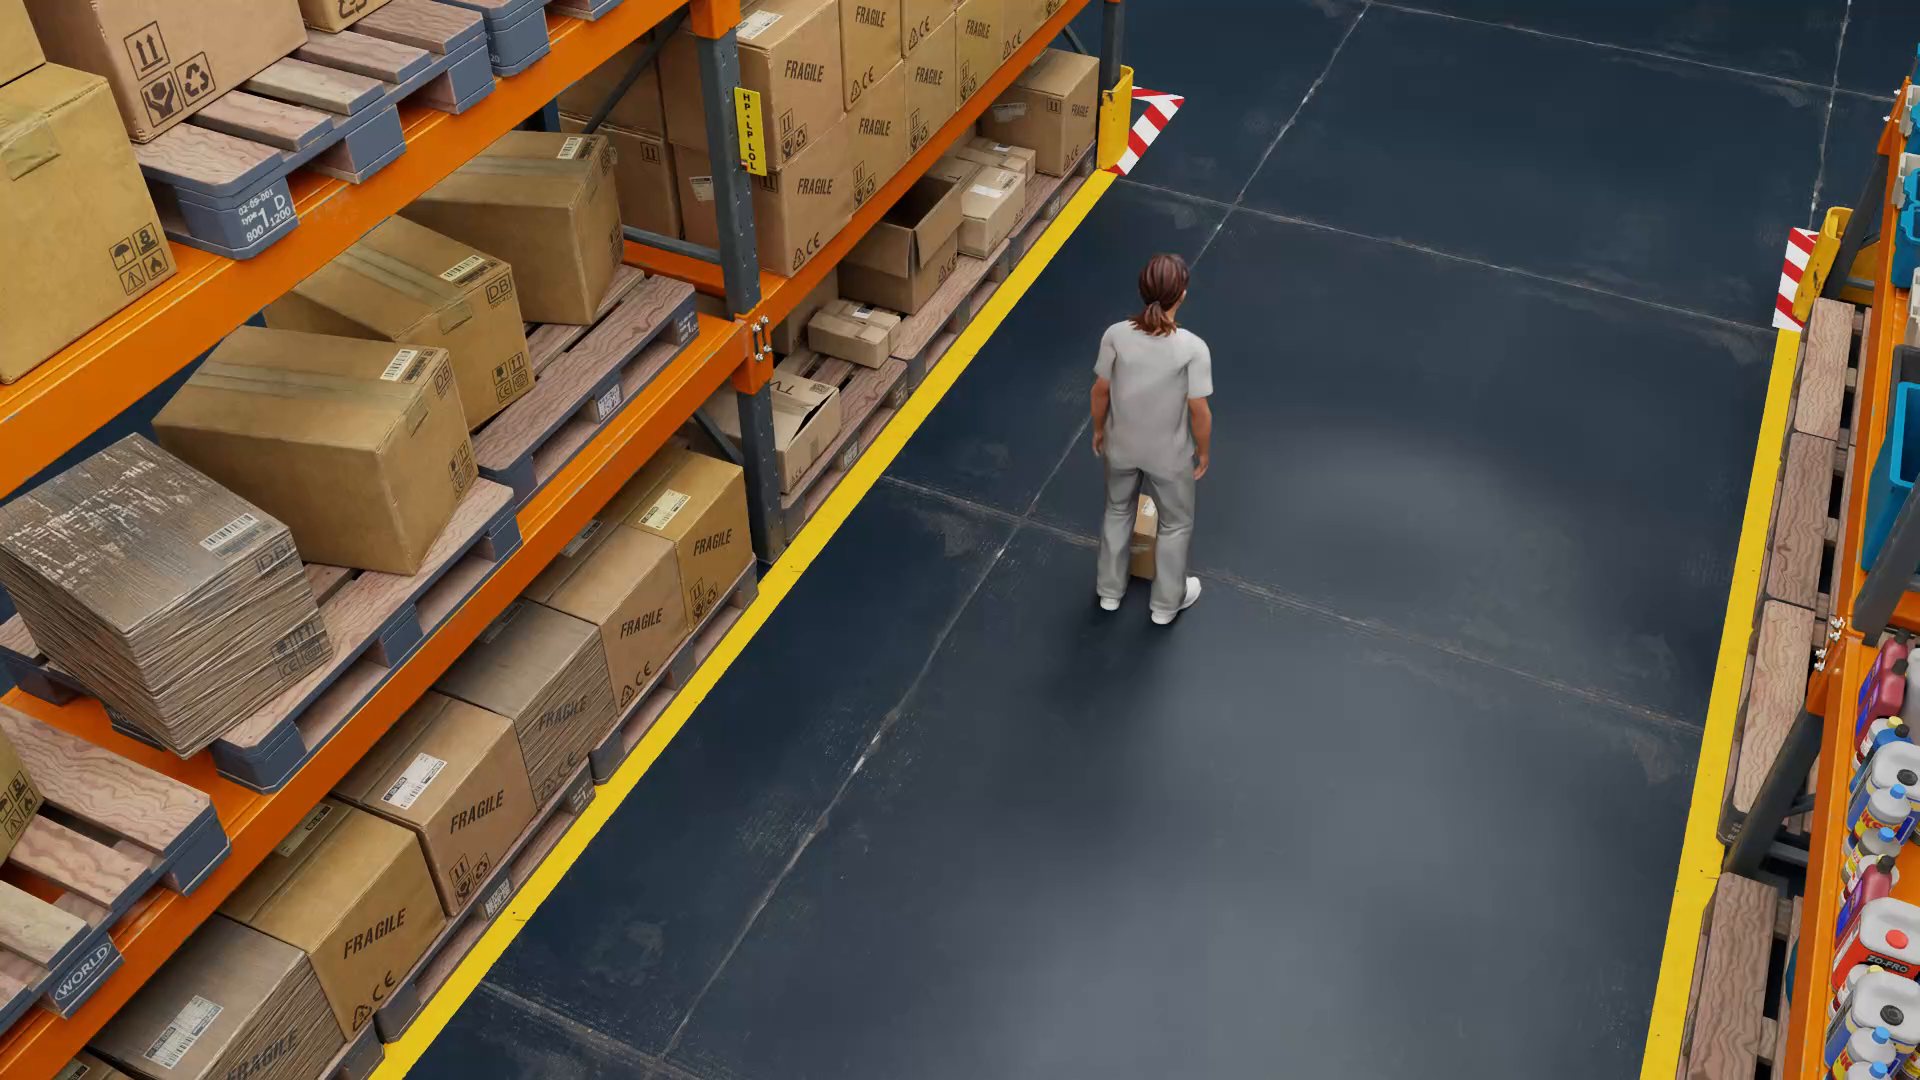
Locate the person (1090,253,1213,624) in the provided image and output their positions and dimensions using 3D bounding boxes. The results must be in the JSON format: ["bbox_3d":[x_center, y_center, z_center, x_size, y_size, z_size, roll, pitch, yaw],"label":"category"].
[{"bbox_3d":[0.754,-0.371,6.572,0.498,1.671,0.358,16,44,16],"label":"person"}]
